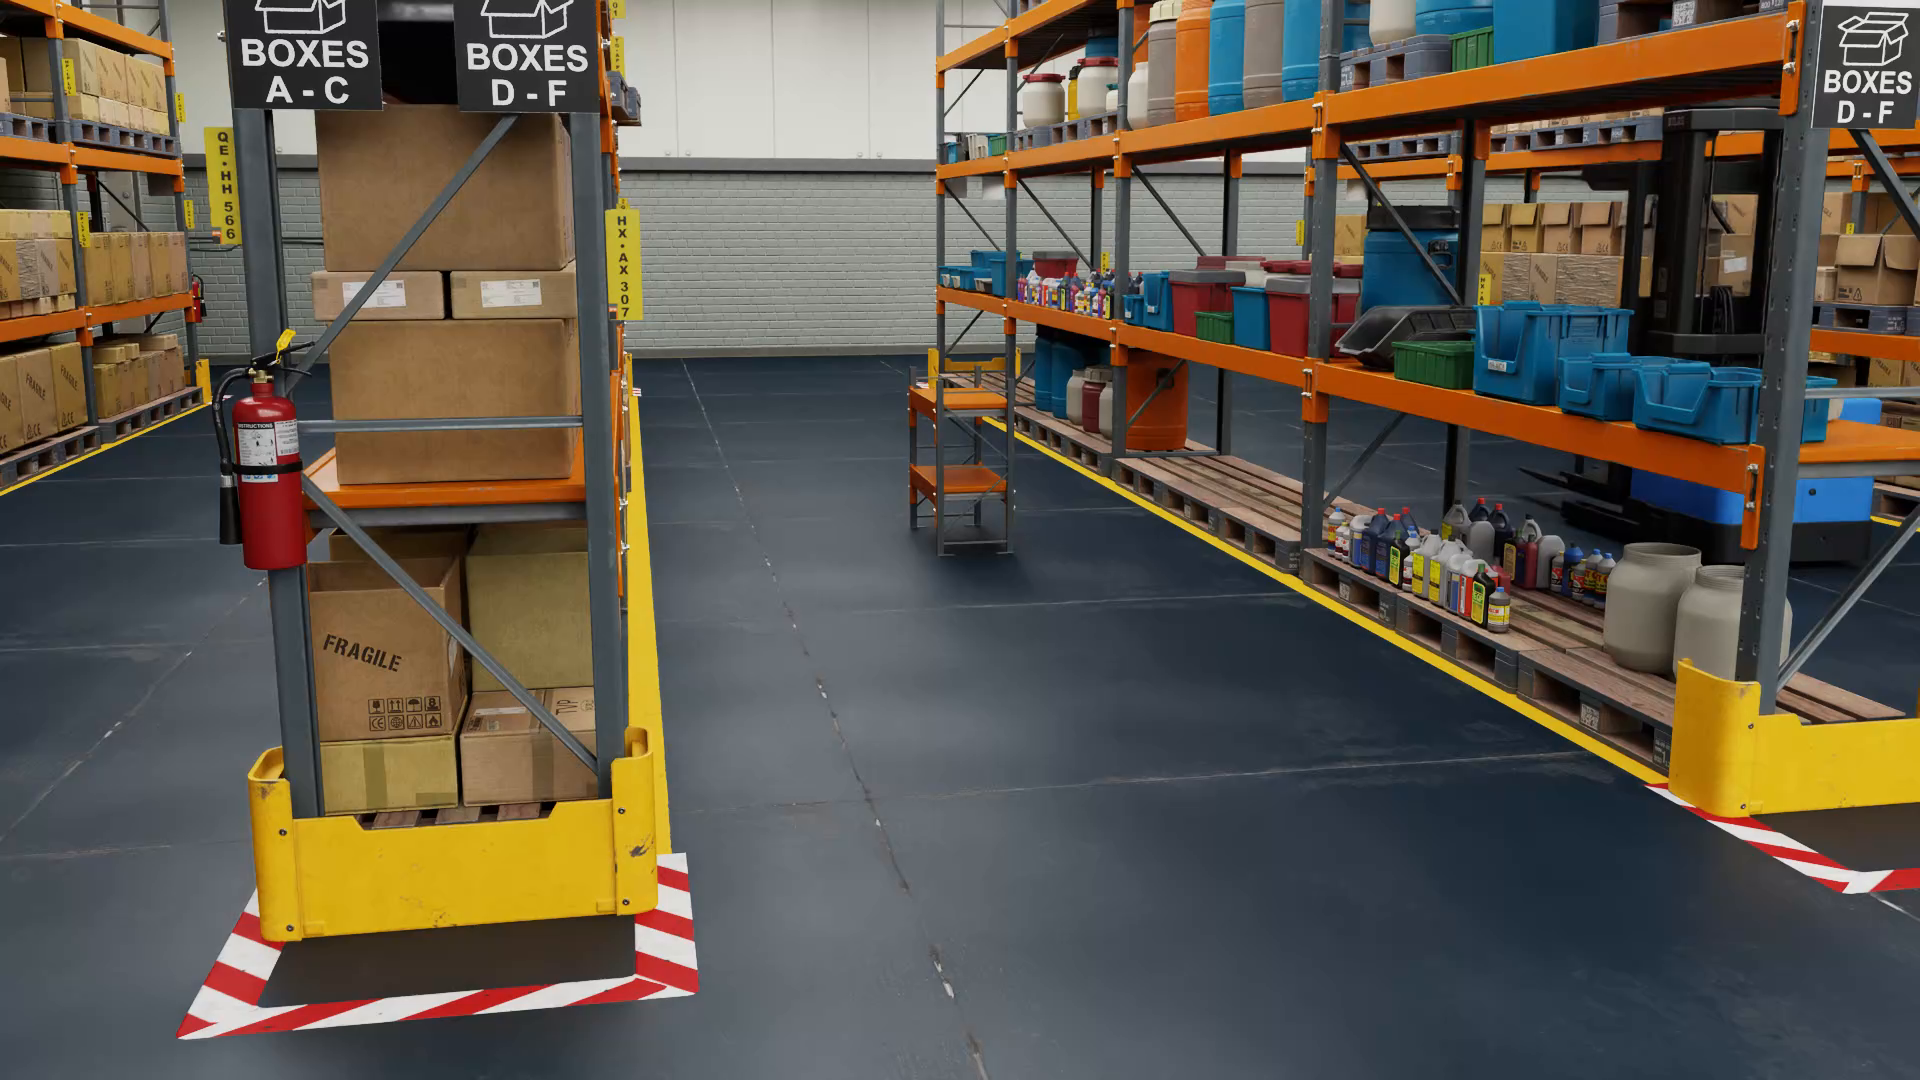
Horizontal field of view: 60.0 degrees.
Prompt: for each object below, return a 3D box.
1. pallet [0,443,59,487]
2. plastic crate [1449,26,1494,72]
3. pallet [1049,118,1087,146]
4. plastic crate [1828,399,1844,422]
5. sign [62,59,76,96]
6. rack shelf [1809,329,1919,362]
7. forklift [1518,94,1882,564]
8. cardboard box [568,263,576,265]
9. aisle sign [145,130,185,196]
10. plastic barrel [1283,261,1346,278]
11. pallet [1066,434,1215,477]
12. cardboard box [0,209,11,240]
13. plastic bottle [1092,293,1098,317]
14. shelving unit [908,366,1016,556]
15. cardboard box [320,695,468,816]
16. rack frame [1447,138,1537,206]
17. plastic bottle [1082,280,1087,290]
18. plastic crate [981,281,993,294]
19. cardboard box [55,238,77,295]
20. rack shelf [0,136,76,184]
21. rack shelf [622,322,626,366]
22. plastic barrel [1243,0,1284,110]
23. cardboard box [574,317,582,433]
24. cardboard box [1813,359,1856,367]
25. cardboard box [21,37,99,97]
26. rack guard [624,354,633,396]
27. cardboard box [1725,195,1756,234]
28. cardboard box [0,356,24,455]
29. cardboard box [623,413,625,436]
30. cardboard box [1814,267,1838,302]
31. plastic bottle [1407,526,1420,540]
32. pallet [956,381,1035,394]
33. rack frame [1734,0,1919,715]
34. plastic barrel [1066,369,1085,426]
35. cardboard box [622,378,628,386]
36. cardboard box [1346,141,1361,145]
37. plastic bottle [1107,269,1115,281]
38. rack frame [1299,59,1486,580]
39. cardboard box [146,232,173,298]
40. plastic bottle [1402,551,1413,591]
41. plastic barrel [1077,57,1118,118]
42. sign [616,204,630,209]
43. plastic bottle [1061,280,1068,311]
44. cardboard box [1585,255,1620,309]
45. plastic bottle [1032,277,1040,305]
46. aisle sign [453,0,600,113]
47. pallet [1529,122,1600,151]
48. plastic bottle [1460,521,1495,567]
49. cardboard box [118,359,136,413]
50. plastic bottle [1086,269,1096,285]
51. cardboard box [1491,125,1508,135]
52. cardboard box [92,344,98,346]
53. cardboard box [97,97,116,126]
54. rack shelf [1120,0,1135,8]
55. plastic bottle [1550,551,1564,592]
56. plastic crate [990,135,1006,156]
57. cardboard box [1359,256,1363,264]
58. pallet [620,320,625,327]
[{"bbox_3d":[-8.273,-0.624,13.909,1.003,0.211,1.213,-2,11,-11],"label":"pallet"},{"bbox_3d":[2.575,-2.320,7.906,0.336,0.188,0.450,-2,11,-11],"label":"plastic crate"},{"bbox_3d":[1.451,-3.750,15.357,1.003,0.211,1.213,-2,11,-11],"label":"pallet"},{"bbox_3d":[3.455,-0.562,6.834,0.298,0.136,0.250,-2,11,-11],"label":"plastic crate"},{"bbox_3d":[-8.208,-4.260,15.310,0.100,0.325,0.005,-2,11,-11],"label":"sign"},{"bbox_3d":[7.005,-1.443,12.680,1.077,0.370,4.000,-2,11,-11],"label":"rack shelf"},{"bbox_3d":[4.890,-1.516,11.324,1.130,2.935,3.031,-1,11,-8],"label":"forklift"},{"bbox_3d":[-1.559,-0.925,6.030,0.380,0.149,0.250,-2,11,-12],"label":"cardboard box"},{"bbox_3d":[-9.236,-4.391,19.294,0.394,0.787,0.004,-2,11,-11],"label":"aisle sign"},{"bbox_3d":[2.422,-1.634,11.398,0.433,0.535,0.433,0,11,0],"label":"plastic barrel"},{"bbox_3d":[1.563,-0.756,14.606,1.003,0.211,1.213,-2,11,-11],"label":"pallet"},{"bbox_3d":[-8.107,-2.573,13.568,0.500,0.250,0.500,-2,11,-12],"label":"cardboard box"},{"bbox_3d":[1.192,-2.026,14.352,0.097,0.201,0.097,0,11,0],"label":"plastic bottle"},{"bbox_3d":[-0.001,-0.554,11.098,0.538,1.125,1.048,-2,11,-11],"label":"shelving unit"},{"bbox_3d":[-1.940,0.720,5.620,0.500,0.250,0.500,-2,11,-11],"label":"cardboard box"},{"bbox_3d":[5.838,-2.897,18.395,1.000,3.000,0.127,-2,11,-11],"label":"rack frame"},{"bbox_3d":[1.144,-2.233,15.220,0.061,0.283,0.133,-2,11,-11],"label":"plastic bottle"},{"bbox_3d":[0.498,-2.807,18.496,0.437,0.125,0.590,-2,11,-11],"label":"plastic crate"},{"bbox_3d":[-8.401,-2.486,15.120,0.500,0.500,0.500,-2,11,-12],"label":"cardboard box"},{"bbox_3d":[-8.349,-3.110,13.415,1.077,0.370,4.000,-2,11,-11],"label":"rack shelf"},{"bbox_3d":[-3.491,-1.817,14.646,1.077,0.370,4.000,-2,11,-11],"label":"rack shelf"},{"bbox_3d":[2.097,-3.175,10.491,0.600,0.901,0.600,0,11,0],"label":"plastic barrel"},{"bbox_3d":[-1.822,-0.659,6.370,0.700,0.500,0.500,-2,11,-11],"label":"cardboard box"},{"bbox_3d":[10.350,-2.057,19.687,0.380,0.149,0.250,-2,11,-10],"label":"cardboard box"},{"bbox_3d":[-8.602,-4.521,15.911,0.500,0.500,0.500,-2,11,-12],"label":"cardboard box"},{"bbox_3d":[-4.643,-2.029,20.521,1.175,0.500,0.348,-2,11,-11],"label":"rack guard"},{"bbox_3d":[10.058,-4.105,21.005,0.500,0.500,0.500,-2,11,-13],"label":"cardboard box"},{"bbox_3d":[-8.139,-1.074,13.442,0.750,0.750,0.750,-2,11,-11],"label":"cardboard box"},{"bbox_3d":[-2.758,-0.848,12.359,0.500,0.311,0.500,-2,11,-10],"label":"cardboard box"},{"bbox_3d":[6.716,-1.980,12.856,0.500,0.250,0.500,-2,11,-13],"label":"cardboard box"},{"bbox_3d":[2.432,0.060,8.980,0.097,0.271,0.097,0,11,0],"label":"plastic bottle"},{"bbox_3d":[0.558,-1.705,19.588,1.003,0.211,1.213,-2,11,-11],"label":"pallet"},{"bbox_3d":[3.314,-0.516,5.885,1.000,3.000,0.127,-2,11,-11],"label":"rack frame"},{"bbox_3d":[1.229,-1.364,15.871,0.421,0.512,0.421,0,11,0],"label":"plastic barrel"},{"bbox_3d":[-3.217,-1.169,14.827,0.500,0.500,0.500,-3,11,-13],"label":"cardboard box"},{"bbox_3d":[5.205,-5.208,20.855,0.700,0.500,0.500,-3,11,-13],"label":"cardboard box"},{"bbox_3d":[1.515,-2.502,16.452,0.144,0.351,0.185,-2,11,-11],"label":"plastic bottle"},{"bbox_3d":[2.536,-1.250,9.740,1.000,3.000,0.127,-2,11,-11],"label":"rack frame"},{"bbox_3d":[-9.255,-3.011,18.193,0.980,0.700,0.700,-2,11,-11],"label":"cardboard box"},{"bbox_3d":[2.354,0.159,8.644,0.097,0.201,0.097,0,11,0],"label":"plastic bottle"},{"bbox_3d":[1.265,-4.050,14.941,0.433,0.535,0.433,0,11,0],"label":"plastic barrel"},{"bbox_3d":[-2.558,-2.393,12.652,0.100,0.325,0.005,-2,11,-11],"label":"sign"},{"bbox_3d":[0.976,-2.253,15.321,0.061,0.283,0.133,-2,11,-11],"label":"plastic bottle"},{"bbox_3d":[6.186,-2.386,15.441,0.500,0.500,0.500,-2,11,-12],"label":"cardboard box"},{"bbox_3d":[0.763,-2.466,16.472,0.097,0.271,0.097,0,11,0],"label":"plastic bottle"},{"bbox_3d":[-1.233,-1.613,4.694,0.394,0.787,0.004,-2,11,-11],"label":"aisle sign"},{"bbox_3d":[6.218,-3.865,15.965,1.003,0.211,1.213,-2,11,-8],"label":"pallet"},{"bbox_3d":[2.841,0.025,9.150,0.152,0.276,0.135,-2,11,-11],"label":"plastic bottle"},{"bbox_3d":[-8.878,-1.568,16.975,0.700,0.500,0.500,-2,11,-12],"label":"cardboard box"},{"bbox_3d":[1.338,-2.531,16.602,0.144,0.351,0.185,-2,11,-11],"label":"plastic bottle"},{"bbox_3d":[5.961,-4.520,17.509,0.700,0.500,0.500,-2,11,-10],"label":"cardboard box"},{"bbox_3d":[-9.154,-1.952,17.257,0.380,0.149,0.250,-2,11,-10],"label":"cardboard box"},{"bbox_3d":[-8.699,-4.242,16.450,0.500,0.250,0.500,-2,11,-12],"label":"cardboard box"},{"bbox_3d":[2.147,-4.014,11.210,1.077,0.370,4.000,-2,11,-11],"label":"rack shelf"},{"bbox_3d":[3.121,0.162,8.632,0.097,0.201,0.097,0,11,0],"label":"plastic bottle"},{"bbox_3d":[0.601,-4.153,17.538,0.450,0.188,0.662,-2,11,-11],"label":"plastic crate"},{"bbox_3d":[5.197,-3.322,20.235,0.500,0.250,0.500,-2,11,-12],"label":"cardboard box"},{"bbox_3d":[-3.303,-1.831,13.309,1.213,0.211,1.003,-2,11,-11],"label":"pallet"}]
